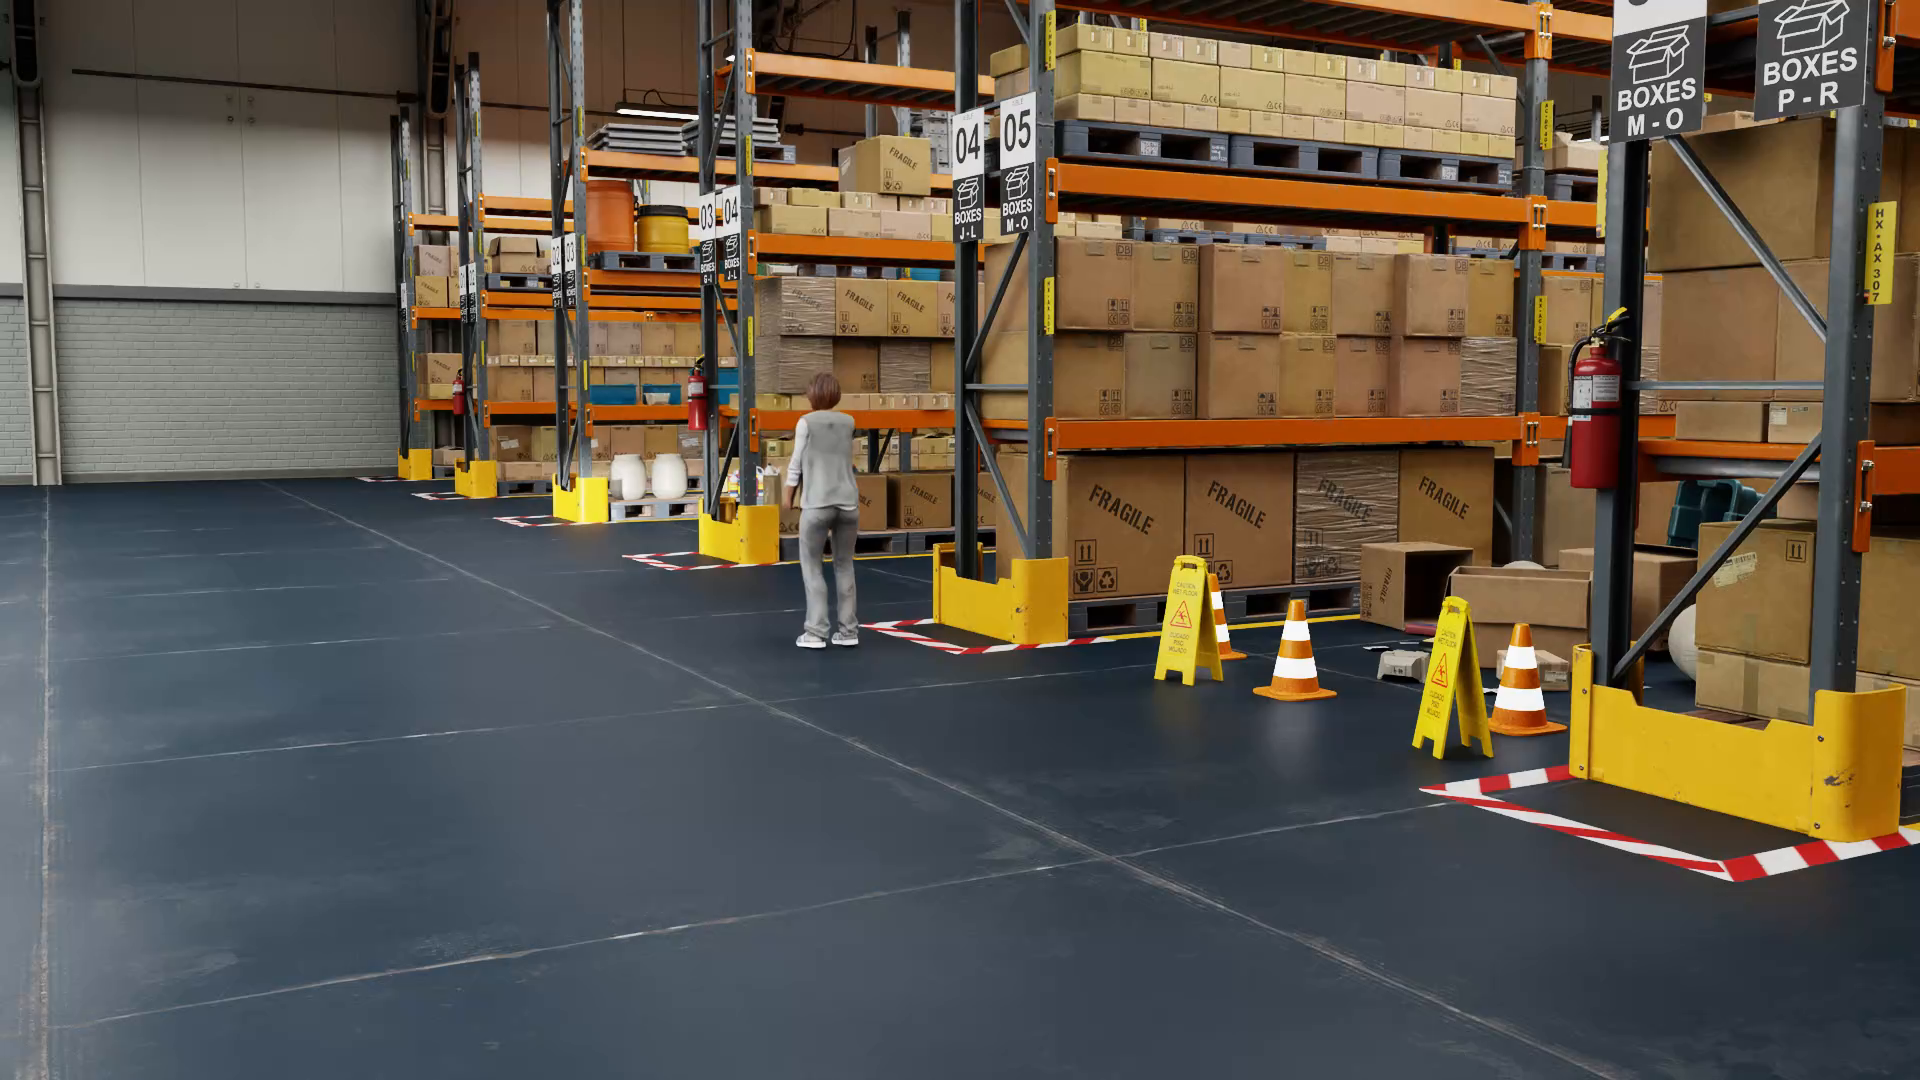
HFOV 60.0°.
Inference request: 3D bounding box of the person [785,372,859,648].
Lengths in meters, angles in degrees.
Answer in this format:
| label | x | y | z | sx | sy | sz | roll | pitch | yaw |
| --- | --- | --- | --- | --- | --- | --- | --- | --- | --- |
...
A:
| label | x | y | z | sx | sy | sz | roll | pitch | yaw |
| --- | --- | --- | --- | --- | --- | --- | --- | --- | --- |
| person | -0.799 | -0.176 | 9.673 | 0.405 | 1.594 | 0.489 | -3 | 6 | -28 |
